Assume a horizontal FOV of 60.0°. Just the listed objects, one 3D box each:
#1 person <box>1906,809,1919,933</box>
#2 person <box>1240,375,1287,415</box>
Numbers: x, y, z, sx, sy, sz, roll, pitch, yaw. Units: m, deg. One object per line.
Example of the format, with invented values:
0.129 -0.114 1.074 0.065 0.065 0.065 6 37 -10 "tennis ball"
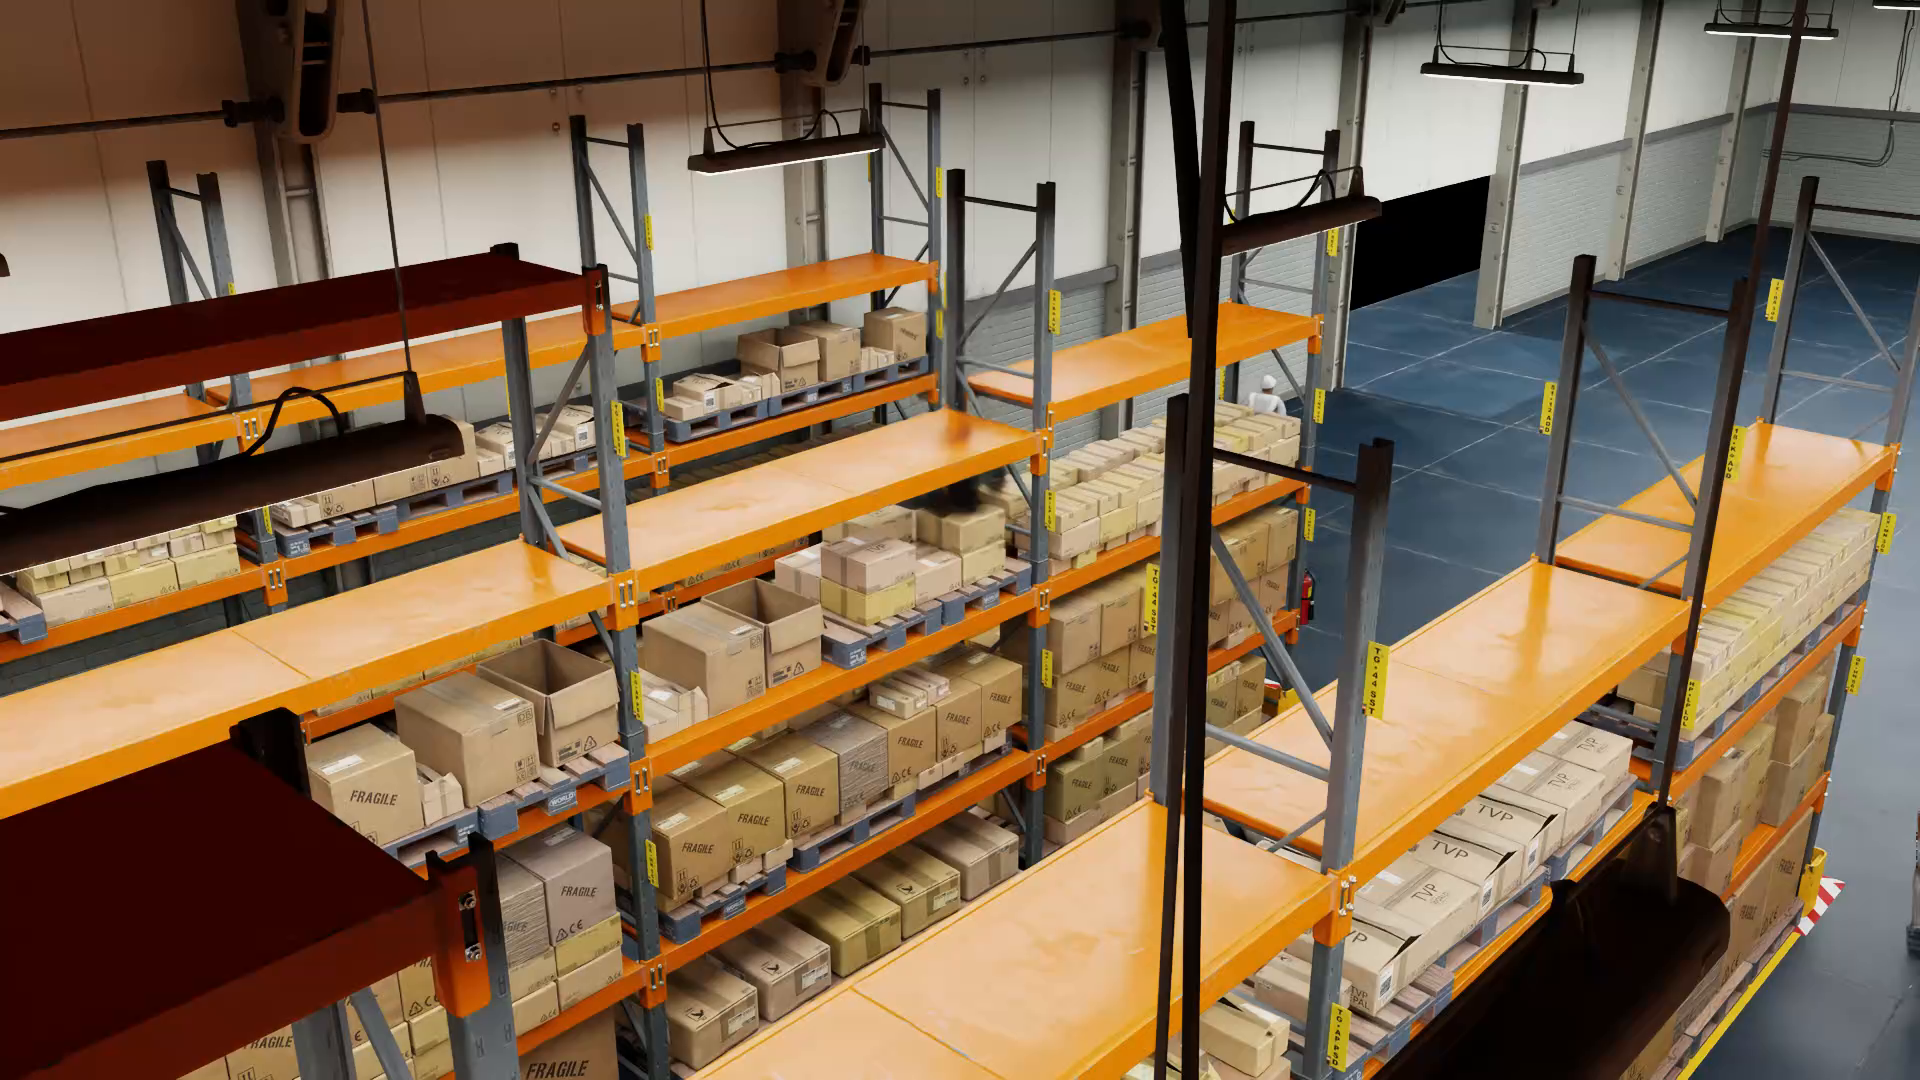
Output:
7.893 2.491 13.207 0.687 1.865 0.699 9 23 21 "person"
4.227 -1.427 23.264 0.706 1.770 0.994 13 25 30 "person"
